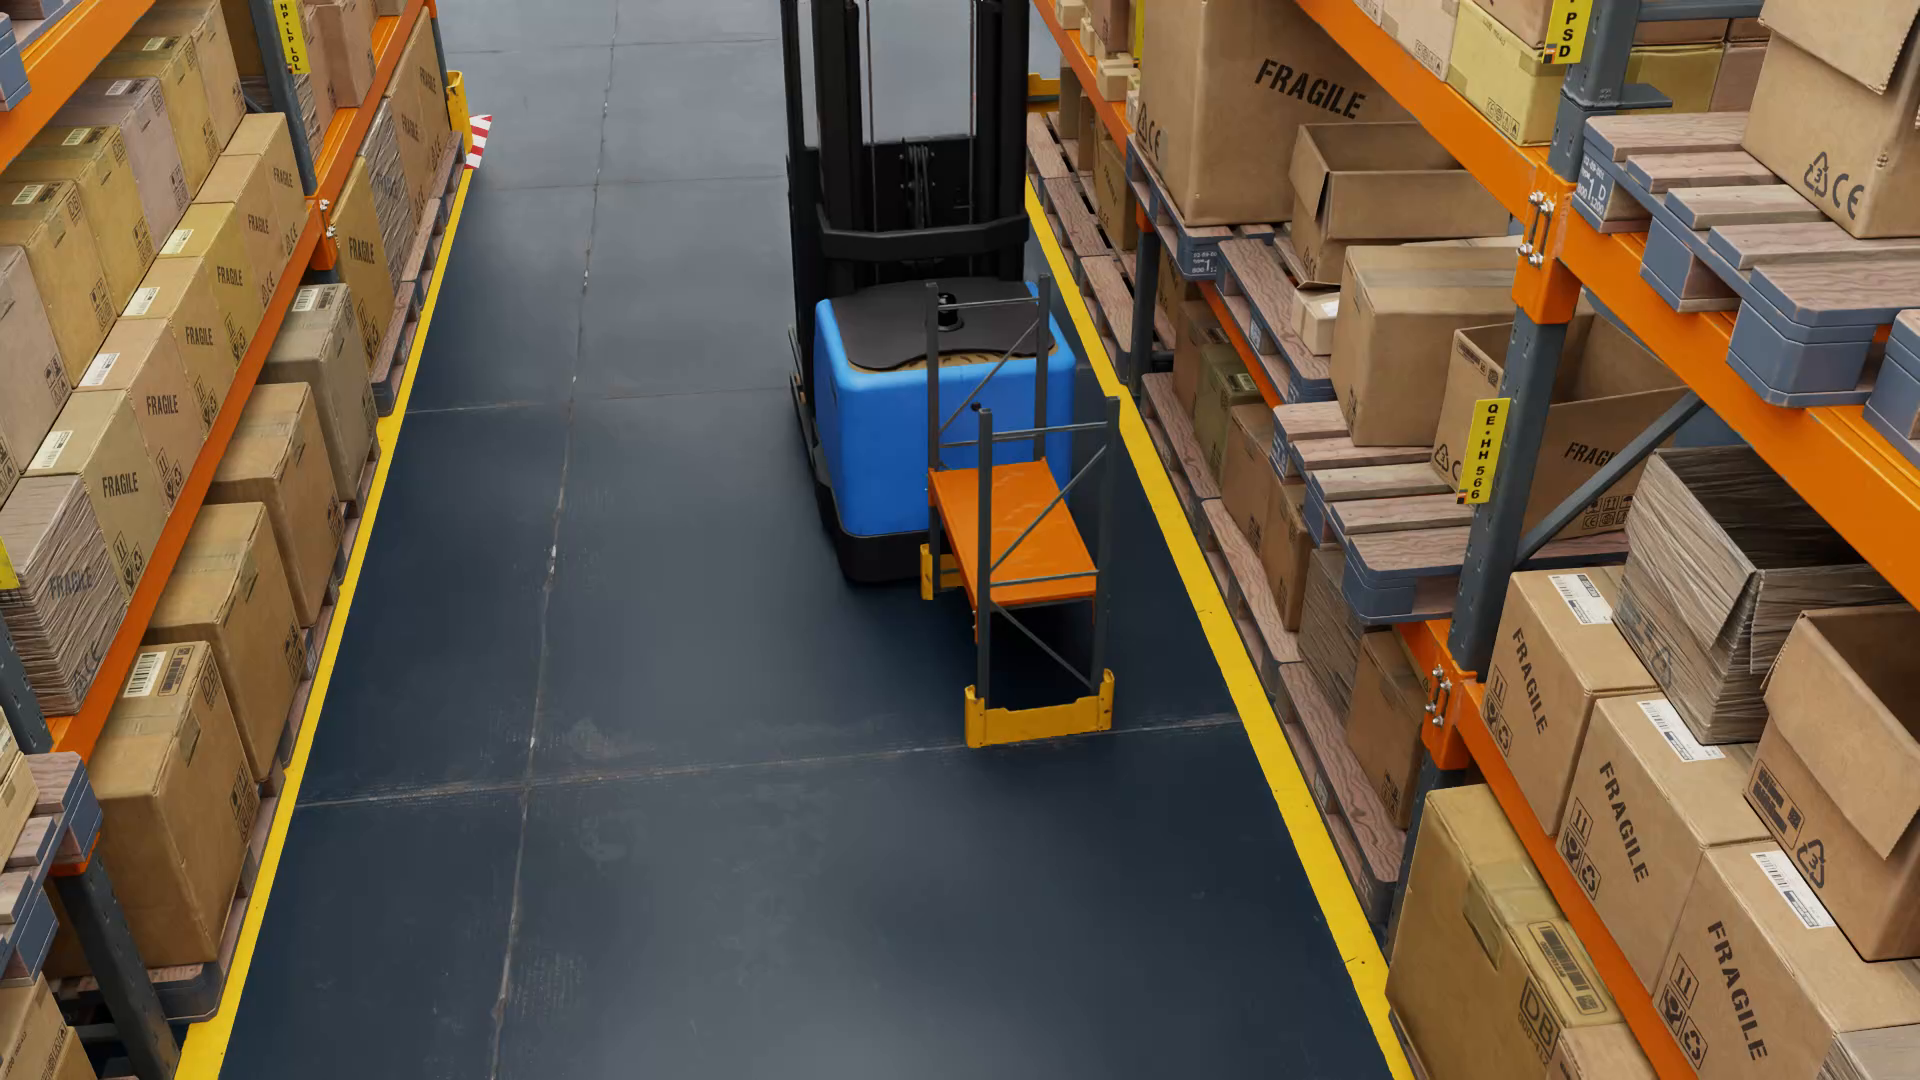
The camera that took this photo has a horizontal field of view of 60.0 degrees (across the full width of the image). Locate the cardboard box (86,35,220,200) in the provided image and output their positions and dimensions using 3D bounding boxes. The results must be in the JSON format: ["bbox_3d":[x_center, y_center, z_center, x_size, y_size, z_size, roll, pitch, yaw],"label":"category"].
[{"bbox_3d":[-3.376,-1.641,6.517,0.700,0.500,0.500,-5,35,-7],"label":"cardboard box"}]

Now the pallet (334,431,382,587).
[{"bbox_3d":[-3.342,-0.173,7.816,1.003,0.211,1.213,-4,35,-6],"label":"pallet"}]

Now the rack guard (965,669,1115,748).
[{"bbox_3d":[0.313,0.664,6.554,0.587,0.250,0.087,-6,35,-9],"label":"rack guard"}]

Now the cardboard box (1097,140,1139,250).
[{"bbox_3d":[1.148,-2.095,10.008,0.500,0.500,0.500,-7,35,-11],"label":"cardboard box"}]

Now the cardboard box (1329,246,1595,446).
[{"bbox_3d":[1.660,-0.654,5.584,0.700,0.500,0.500,0,34,1],"label":"cardboard box"}]

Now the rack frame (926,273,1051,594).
[{"bbox_3d":[0.114,-0.413,7.025,0.500,1.500,0.032,-6,35,-9],"label":"rack frame"}]

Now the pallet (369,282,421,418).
[{"bbox_3d":[-3.545,-1.028,9.071,1.003,0.211,1.213,-4,35,-6],"label":"pallet"}]

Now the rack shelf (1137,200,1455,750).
[{"bbox_3d":[1.677,-0.656,6.687,1.077,0.370,4.000,-4,35,-6],"label":"rack shelf"}]

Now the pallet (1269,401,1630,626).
[{"bbox_3d":[1.745,-0.147,5.473,1.213,0.211,1.003,-4,35,-6],"label":"pallet"}]

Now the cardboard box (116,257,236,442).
[{"bbox_3d":[-2.978,-0.673,5.985,0.500,0.500,0.500,-5,35,-7],"label":"cardboard box"}]

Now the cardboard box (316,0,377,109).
[{"bbox_3d":[-3.634,-2.632,8.816,0.875,0.550,0.550,-4,35,-6],"label":"cardboard box"}]

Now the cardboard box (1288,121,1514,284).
[{"bbox_3d":[1.733,-1.325,6.566,0.797,0.503,0.637,-1,34,-1],"label":"cardboard box"}]

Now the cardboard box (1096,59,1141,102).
[{"bbox_3d":[0.946,-2.478,8.946,0.380,0.149,0.250,-4,35,-6],"label":"cardboard box"}]

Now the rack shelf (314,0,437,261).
[{"bbox_3d":[-3.789,-2.569,9.494,1.077,0.370,4.000,-4,35,-6],"label":"rack shelf"}]

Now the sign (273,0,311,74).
[{"bbox_3d":[-2.984,-2.242,7.418,0.100,0.325,0.005,-4,35,-6],"label":"sign"}]

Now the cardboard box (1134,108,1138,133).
[{"bbox_3d":[1.088,-2.063,8.337,0.380,0.149,0.250,-4,35,-6],"label":"cardboard box"}]

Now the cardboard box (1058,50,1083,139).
[{"bbox_3d":[0.938,-3.092,11.470,0.500,0.500,0.500,2,34,2],"label":"cardboard box"}]

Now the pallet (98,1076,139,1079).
[{"bbox_3d":[-2.878,2.071,4.524,1.003,0.211,1.213,-4,35,-6],"label":"pallet"}]

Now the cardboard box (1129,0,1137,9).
[{"bbox_3d":[1.075,-2.877,8.067,0.500,0.500,0.500,-4,35,-6],"label":"cardboard box"}]

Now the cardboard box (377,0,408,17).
[{"bbox_3d":[-3.868,-3.535,10.140,0.875,0.550,0.550,-4,35,-6],"label":"cardboard box"}]

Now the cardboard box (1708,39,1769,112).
[{"bbox_3d":[2.135,-1.296,4.458,0.500,0.250,0.500,-4,34,-6],"label":"cardboard box"}]

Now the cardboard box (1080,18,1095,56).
[{"bbox_3d":[0.901,-2.901,9.566,0.380,0.149,0.250,-4,35,-6],"label":"cardboard box"}]

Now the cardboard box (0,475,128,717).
[{"bbox_3d":[-2.775,0.170,4.748,0.500,0.500,0.500,-4,34,-6],"label":"cardboard box"}]

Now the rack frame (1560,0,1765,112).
[{"bbox_3d":[1.946,-2.316,3.158,1.000,3.000,0.127,-4,35,-6],"label":"rack frame"}]

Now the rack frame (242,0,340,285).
[{"bbox_3d":[-3.520,-1.750,7.654,1.000,3.000,0.127,-4,35,-6],"label":"rack frame"}]

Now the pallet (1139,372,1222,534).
[{"bbox_3d":[1.515,-0.482,8.270,1.003,0.211,1.213,-4,35,-6],"label":"pallet"}]

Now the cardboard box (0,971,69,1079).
[{"bbox_3d":[-2.630,1.394,4.222,0.500,0.250,0.500,-5,35,-8],"label":"cardboard box"}]

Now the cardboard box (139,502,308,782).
[{"bbox_3d":[-3.096,0.404,6.118,1.050,0.750,0.750,-4,34,-6],"label":"cardboard box"}]

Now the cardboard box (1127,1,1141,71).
[{"bbox_3d":[1.377,-2.771,8.799,0.875,0.500,0.500,-4,35,-6],"label":"cardboard box"}]

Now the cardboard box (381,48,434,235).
[{"bbox_3d":[-3.781,-2.413,10.141,0.875,0.875,0.875,-5,35,-7],"label":"cardboard box"}]

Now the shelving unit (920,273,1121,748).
[{"bbox_3d":[0.215,-0.127,6.605,0.587,1.500,1.083,-6,35,-9],"label":"shelving unit"}]

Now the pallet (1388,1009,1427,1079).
[{"bbox_3d":[1.978,1.761,4.978,1.003,0.211,1.213,-4,35,-6],"label":"pallet"}]

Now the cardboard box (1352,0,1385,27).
[{"bbox_3d":[1.494,-1.817,5.223,0.500,0.250,0.500,-3,34,-5],"label":"cardboard box"}]

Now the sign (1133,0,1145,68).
[{"bbox_3d":[0.872,-2.381,7.812,0.100,0.325,0.005,-4,35,-6],"label":"sign"}]

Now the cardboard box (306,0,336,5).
[{"bbox_3d":[-3.661,-3.076,8.508,0.875,0.550,0.550,-4,35,-6],"label":"cardboard box"}]

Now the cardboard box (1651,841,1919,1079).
[{"bbox_3d":[1.886,0.987,3.549,0.500,0.500,0.500,-5,35,-7],"label":"cardboard box"}]

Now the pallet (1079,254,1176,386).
[{"bbox_3d":[1.283,-1.289,9.454,1.003,0.211,1.213,-4,35,-6],"label":"pallet"}]

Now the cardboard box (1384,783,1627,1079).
[{"bbox_3d":[2.019,1.254,4.760,1.225,0.875,0.875,-6,35,-9],"label":"cardboard box"}]

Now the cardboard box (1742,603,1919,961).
[{"bbox_3d":[2.114,0.480,3.402,0.797,0.503,0.637,-4,34,-5],"label":"cardboard box"}]

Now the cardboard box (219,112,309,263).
[{"bbox_3d":[-3.185,-1.520,7.228,0.500,0.500,0.500,-5,35,-7],"label":"cardboard box"}]

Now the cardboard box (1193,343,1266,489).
[{"bbox_3d":[1.515,-0.606,7.805,0.700,0.500,0.500,-5,35,-7],"label":"cardboard box"}]

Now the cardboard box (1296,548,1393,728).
[{"bbox_3d":[1.749,0.333,6.426,0.700,0.500,0.500,-7,35,-10],"label":"cardboard box"}]

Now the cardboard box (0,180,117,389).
[{"bbox_3d":[-3.173,-0.792,5.271,0.700,0.500,0.500,-5,35,-7],"label":"cardboard box"}]

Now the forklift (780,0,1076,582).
[{"bbox_3d":[-0.285,-1.847,7.858,1.130,2.935,3.031,-6,35,-9],"label":"forklift"}]

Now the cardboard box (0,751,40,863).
[{"bbox_3d":[-2.460,0.653,3.978,0.380,0.149,0.250,-4,34,-6],"label":"cardboard box"}]

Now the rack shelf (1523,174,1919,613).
[{"bbox_3d":[2.215,0.337,2.567,1.077,0.370,4.000,-4,35,-6],"label":"rack shelf"}]
